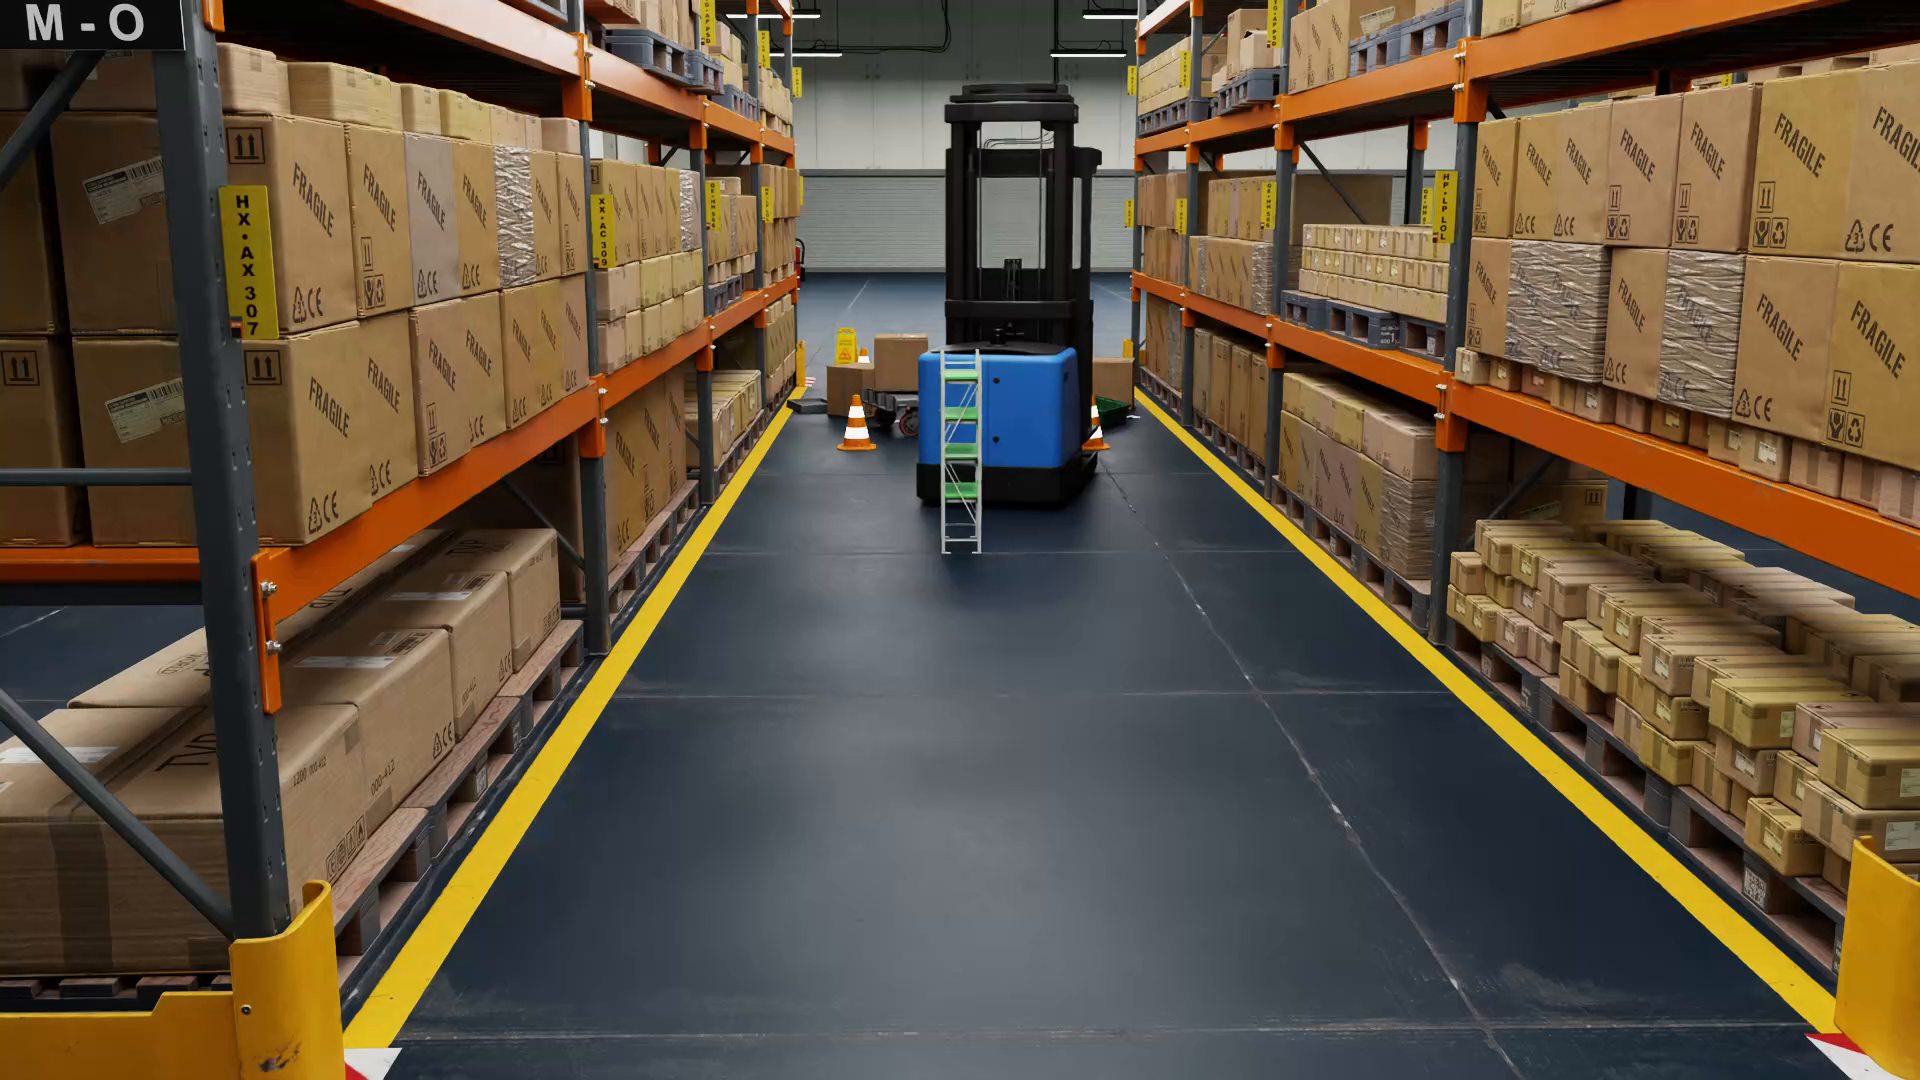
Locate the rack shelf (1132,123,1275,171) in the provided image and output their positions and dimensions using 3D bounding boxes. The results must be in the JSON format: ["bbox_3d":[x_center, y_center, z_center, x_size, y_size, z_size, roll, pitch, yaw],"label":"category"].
[{"bbox_3d":[2.577,-4.071,17.346,1.077,0.370,4.000,0,11,-1],"label":"rack shelf"}]

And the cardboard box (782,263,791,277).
[{"bbox_3d":[-2.054,-2.962,18.247,0.380,0.149,0.250,0,11,0],"label":"cardboard box"}]

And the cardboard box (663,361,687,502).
[{"bbox_3d":[-2.314,-0.747,10.986,0.875,0.875,0.875,0,11,-2],"label":"cardboard box"}]

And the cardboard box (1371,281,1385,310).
[{"bbox_3d":[2.548,-1.385,9.419,0.380,0.149,0.250,0,11,1],"label":"cardboard box"}]

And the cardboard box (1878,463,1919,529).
[{"bbox_3d":[2.577,-0.111,4.194,0.380,0.149,0.250,0,11,-1],"label":"cardboard box"}]

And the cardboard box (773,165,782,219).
[{"bbox_3d":[-2.109,-3.390,16.212,0.700,0.500,0.500,0,11,-1],"label":"cardboard box"}]

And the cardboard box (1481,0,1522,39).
[{"bbox_3d":[2.530,-2.269,7.032,0.500,0.250,0.500,0,11,2],"label":"cardboard box"}]

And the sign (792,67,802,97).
[{"bbox_3d":[-1.856,-5.213,18.939,0.100,0.325,0.005,0,11,-1],"label":"sign"}]

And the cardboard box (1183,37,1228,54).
[{"bbox_3d":[2.292,-4.620,15.561,0.380,0.149,0.250,0,11,-2],"label":"cardboard box"}]

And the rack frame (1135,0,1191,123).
[{"bbox_3d":[2.536,-6.291,18.936,1.000,3.000,0.127,0,11,-1],"label":"rack frame"}]

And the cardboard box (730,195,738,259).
[{"bbox_3d":[-2.062,-2.520,13.380,0.500,0.500,0.500,-1,11,-3],"label":"cardboard box"}]

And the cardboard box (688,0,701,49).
[{"bbox_3d":[-2.087,-3.373,10.778,0.797,0.503,0.637,-1,12,-5],"label":"cardboard box"}]

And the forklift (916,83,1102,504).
[{"bbox_3d":[0.481,-1.938,12.739,1.130,2.935,3.031,2,12,11],"label":"forklift"}]

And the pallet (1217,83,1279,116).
[{"bbox_3d":[2.609,-3.488,13.140,1.003,0.211,1.213,0,11,1],"label":"pallet"}]

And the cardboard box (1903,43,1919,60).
[{"bbox_3d":[7.381,-3.721,12.302,0.500,0.500,0.500,0,11,-1],"label":"cardboard box"}]

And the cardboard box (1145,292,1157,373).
[{"bbox_3d":[2.616,-2.381,19.039,0.875,0.875,0.875,0,11,-1],"label":"cardboard box"}]

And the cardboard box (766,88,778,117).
[{"bbox_3d":[-2.081,-4.349,16.534,0.500,0.250,0.500,0,11,-1],"label":"cardboard box"}]

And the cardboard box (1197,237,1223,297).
[{"bbox_3d":[2.372,-2.399,14.588,0.500,0.500,0.500,0,11,-1],"label":"cardboard box"}]

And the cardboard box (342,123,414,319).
[{"bbox_3d":[-1.823,-0.868,4.529,0.500,0.500,0.500,-1,11,-3],"label":"cardboard box"}]

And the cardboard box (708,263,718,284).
[{"bbox_3d":[-1.998,-1.979,12.347,0.380,0.149,0.250,-1,12,-5],"label":"cardboard box"}]

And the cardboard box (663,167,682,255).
[{"bbox_3d":[-1.951,-1.957,9.895,0.500,0.500,0.500,0,11,-1],"label":"cardboard box"}]

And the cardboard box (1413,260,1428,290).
[{"bbox_3d":[2.569,-1.374,8.616,0.380,0.149,0.250,0,11,1],"label":"cardboard box"}]

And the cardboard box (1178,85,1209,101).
[{"bbox_3d":[2.286,-4.279,15.886,0.380,0.149,0.250,0,11,0],"label":"cardboard box"}]

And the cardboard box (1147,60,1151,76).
[{"bbox_3d":[2.239,-5.125,18.051,0.380,0.149,0.250,0,11,-1],"label":"cardboard box"}]

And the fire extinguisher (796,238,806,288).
[{"bbox_3d":[-1.953,-3.297,19.463,0.296,0.674,0.183,0,11,-1],"label":"fire extinguisher"}]

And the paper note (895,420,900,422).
[{"bbox_3d":[-0.634,-1.173,16.263,0.148,0.019,0.142,0,11,-1],"label":"paper note"}]

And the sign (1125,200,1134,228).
[{"bbox_3d":[1.981,-3.813,19.433,0.100,0.325,0.005,0,11,-1],"label":"sign"}]

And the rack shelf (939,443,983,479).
[{"bbox_3d":[0.003,-0.492,10.290,0.258,0.148,0.480,0,11,-1],"label":"rack shelf"}]

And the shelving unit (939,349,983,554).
[{"bbox_3d":[0.003,-0.555,10.278,0.258,1.200,0.503,0,11,-1],"label":"shelving unit"}]

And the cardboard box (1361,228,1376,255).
[{"bbox_3d":[2.547,-1.732,9.629,0.380,0.149,0.250,0,11,-2],"label":"cardboard box"}]

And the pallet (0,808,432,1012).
[{"bbox_3d":[-2.175,1.078,4.715,1.003,0.211,1.213,0,11,-1],"label":"pallet"}]

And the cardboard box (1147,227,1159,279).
[{"bbox_3d":[2.508,-3.130,18.065,0.875,0.550,0.550,0,11,-1],"label":"cardboard box"}]

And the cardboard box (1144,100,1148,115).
[{"bbox_3d":[2.233,-4.783,18.370,0.380,0.149,0.250,0,11,-1],"label":"cardboard box"}]

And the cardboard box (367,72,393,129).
[{"bbox_3d":[-1.802,-1.215,4.606,0.380,0.149,0.250,-1,11,-3],"label":"cardboard box"}]

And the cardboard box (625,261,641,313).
[{"bbox_3d":[-1.929,-1.289,8.488,0.500,0.250,0.500,0,11,0],"label":"cardboard box"}]

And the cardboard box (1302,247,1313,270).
[{"bbox_3d":[2.511,-1.892,11.170,0.380,0.149,0.250,0,11,1],"label":"cardboard box"}]

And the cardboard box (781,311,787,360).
[{"bbox_3d":[-2.116,-2.174,17.705,0.500,0.500,0.500,-1,11,-2],"label":"cardboard box"}]

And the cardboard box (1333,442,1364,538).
[{"bbox_3d":[2.500,-0.296,9.707,0.500,0.500,0.500,0,11,-2],"label":"cardboard box"}]

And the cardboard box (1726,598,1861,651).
[{"bbox_3d":[3.048,0.313,6.092,0.380,0.149,0.250,0,11,-1],"label":"cardboard box"}]

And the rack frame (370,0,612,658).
[{"bbox_3d":[-2.163,-0.925,7.575,1.000,3.000,0.127,0,11,-1],"label":"rack frame"}]

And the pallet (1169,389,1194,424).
[{"bbox_3d":[2.681,-1.341,16.637,1.003,0.211,1.213,0,11,-1],"label":"pallet"}]

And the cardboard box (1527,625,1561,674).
[{"bbox_3d":[2.588,0.452,6.902,0.380,0.149,0.250,0,11,-2],"label":"cardboard box"}]

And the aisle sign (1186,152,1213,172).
[{"bbox_3d":[2.834,-4.640,19.350,0.394,0.787,0.004,0,11,-1],"label":"aisle sign"}]

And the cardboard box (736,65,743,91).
[{"bbox_3d":[-2.171,-4.002,14.520,0.500,0.250,0.500,0,11,-2],"label":"cardboard box"}]

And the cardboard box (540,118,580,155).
[{"bbox_3d":[-1.838,-1.722,7.106,0.380,0.149,0.250,0,11,-2],"label":"cardboard box"}]

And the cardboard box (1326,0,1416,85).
[{"bbox_3d":[2.480,-2.967,9.841,0.500,0.500,0.500,0,11,-1],"label":"cardboard box"}]

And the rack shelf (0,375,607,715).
[{"bbox_3d":[-2.122,-0.175,5.687,1.077,0.370,4.000,0,11,-1],"label":"rack shelf"}]

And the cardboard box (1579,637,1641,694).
[{"bbox_3d":[2.514,0.459,6.116,0.380,0.149,0.250,0,11,-1],"label":"cardboard box"}]

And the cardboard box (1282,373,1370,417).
[{"bbox_3d":[2.473,-0.971,11.146,0.500,0.250,0.500,-1,11,-4],"label":"cardboard box"}]

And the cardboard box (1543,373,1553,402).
[{"bbox_3d":[2.600,-0.627,6.737,0.380,0.149,0.250,-1,11,-4],"label":"cardboard box"}]

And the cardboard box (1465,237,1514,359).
[{"bbox_3d":[2.542,-1.061,7.245,0.500,0.500,0.500,0,11,-2],"label":"cardboard box"}]

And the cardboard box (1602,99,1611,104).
[{"bbox_3d":[7.243,-4.732,18.167,0.380,0.149,0.250,0,11,1],"label":"cardboard box"}]

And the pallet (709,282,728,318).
[{"bbox_3d":[-2.367,-1.768,12.210,1.213,0.211,1.003,0,11,-1],"label":"pallet"}]

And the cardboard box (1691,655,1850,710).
[{"bbox_3d":[2.580,0.472,5.305,0.380,0.149,0.250,-1,11,-3],"label":"cardboard box"}]
